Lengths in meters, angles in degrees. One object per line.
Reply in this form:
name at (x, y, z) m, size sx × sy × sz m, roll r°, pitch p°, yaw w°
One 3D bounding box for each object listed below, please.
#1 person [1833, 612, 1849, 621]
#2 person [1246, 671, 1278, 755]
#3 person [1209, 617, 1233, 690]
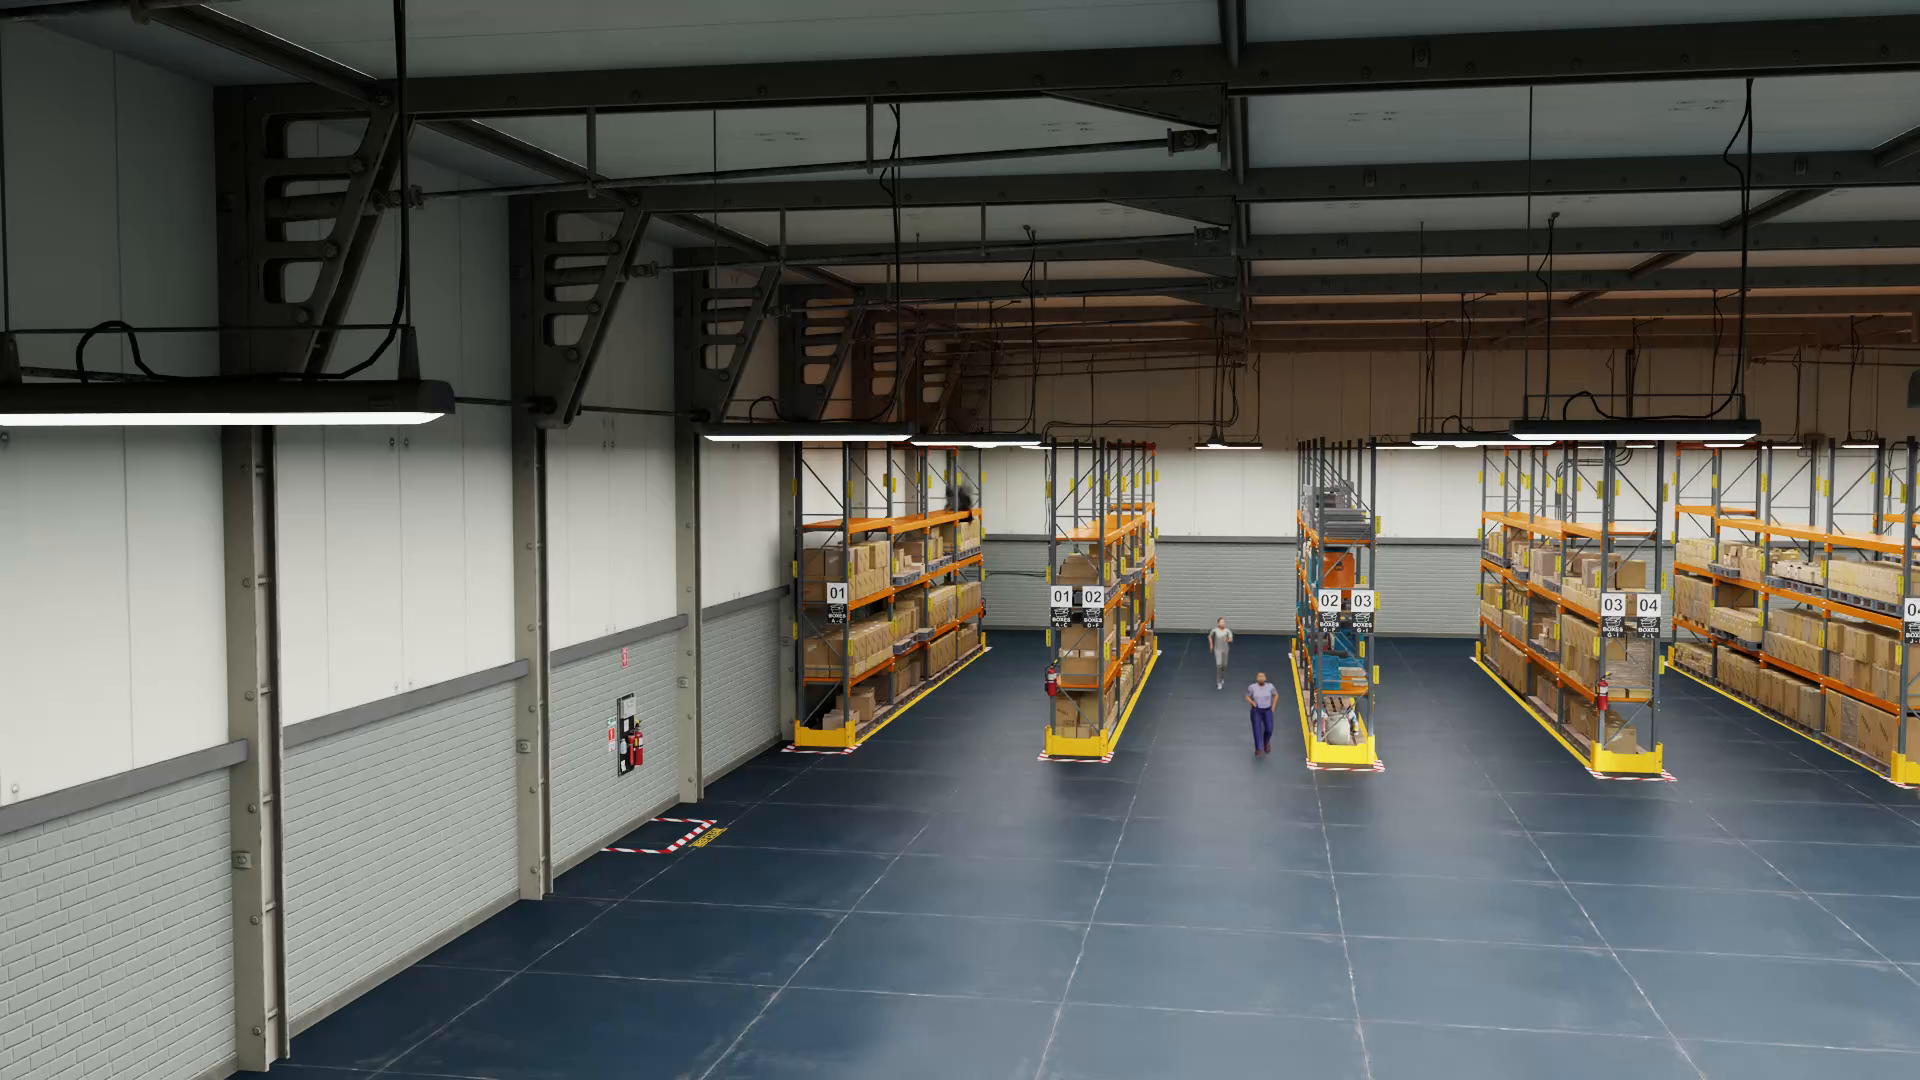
person at (23.890, 2.515, 45.146) m, size 0.797 × 1.688 × 0.620 m, roll 0°, pitch 3°, yaw 8°
person at (5.680, 3.269, 31.283) m, size 0.609 × 1.591 × 0.646 m, roll 0°, pitch 3°, yaw 8°
person at (6.351, 2.736, 40.436) m, size 0.541 × 1.714 × 0.830 m, roll 0°, pitch 3°, yaw -2°
